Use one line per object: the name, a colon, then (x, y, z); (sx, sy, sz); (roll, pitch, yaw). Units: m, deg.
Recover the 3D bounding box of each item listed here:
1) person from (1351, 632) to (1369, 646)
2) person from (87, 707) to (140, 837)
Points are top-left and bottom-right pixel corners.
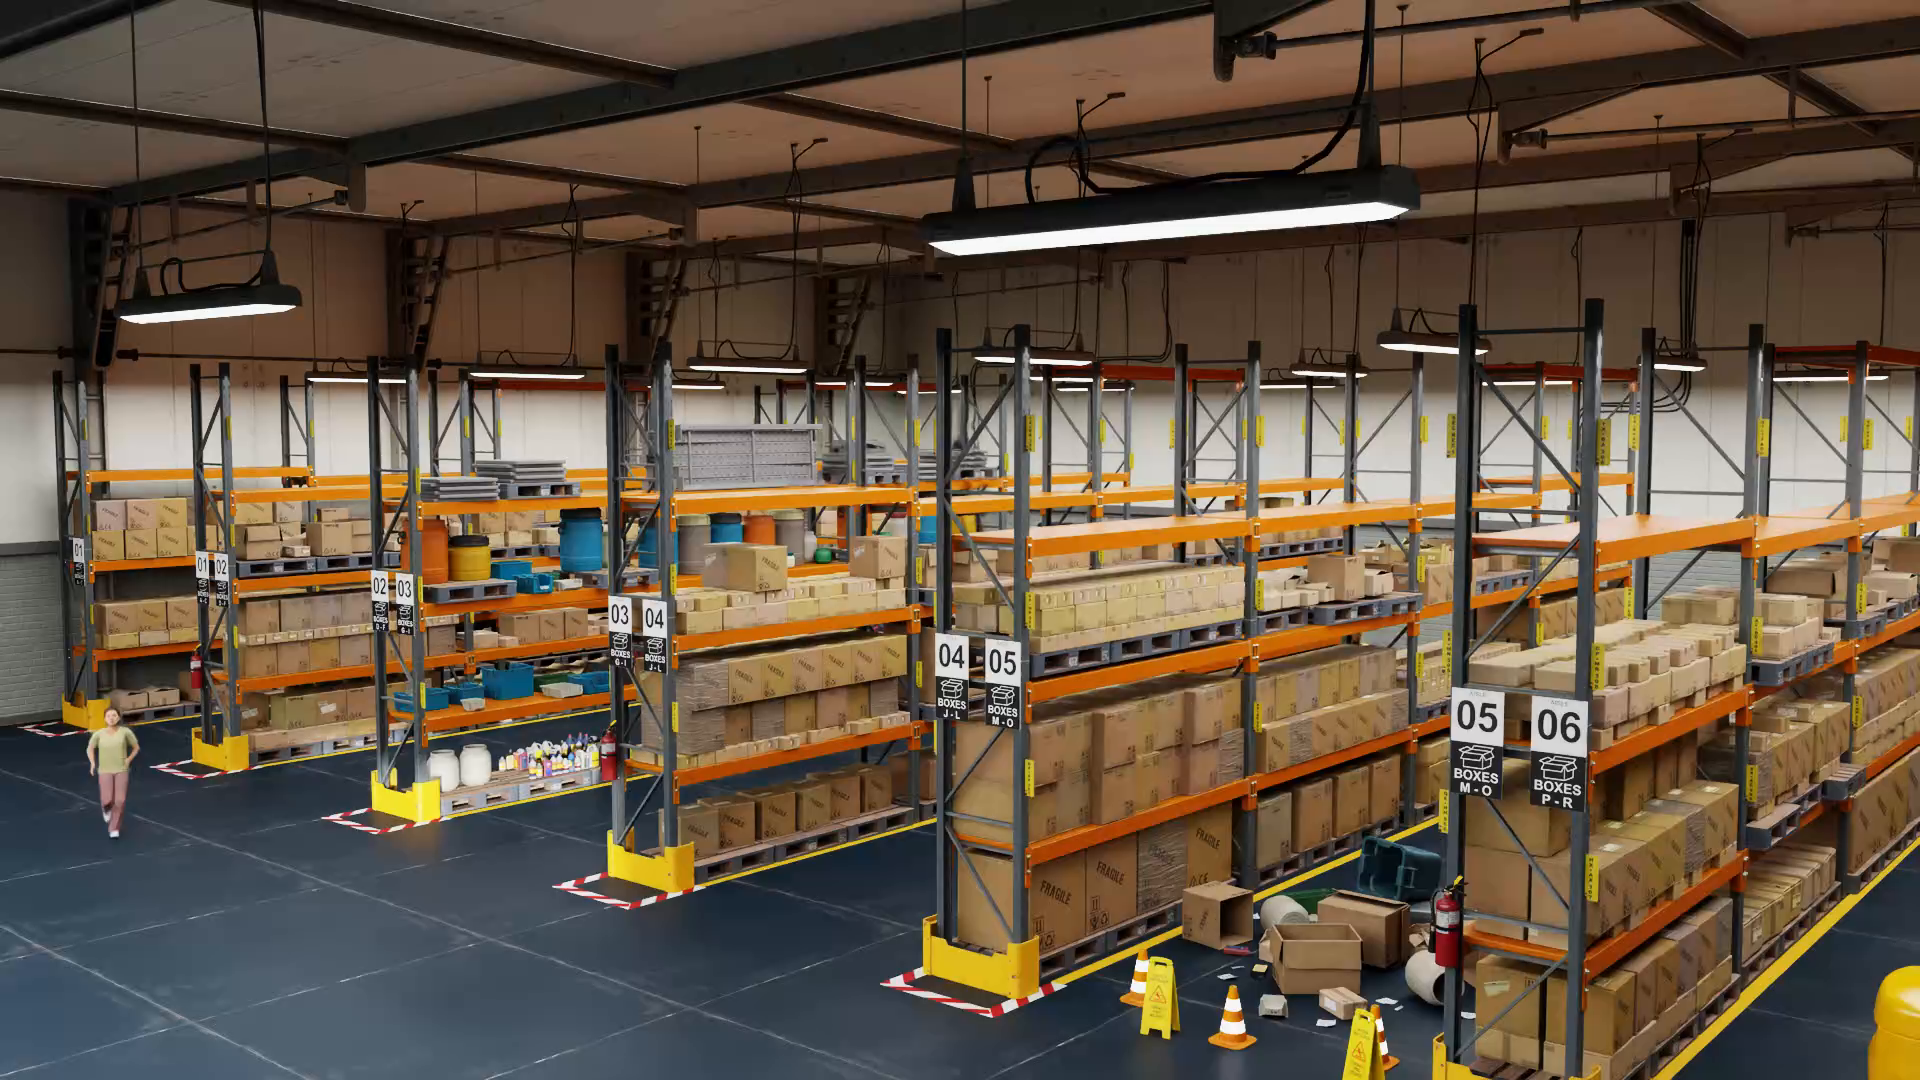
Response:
person: (6.621, 2.315, 27.831); (0.727, 1.729, 0.613); (3, 5, 32)
person: (-10.496, 2.875, 20.638); (0.594, 1.621, 0.558); (-2, 5, -27)
